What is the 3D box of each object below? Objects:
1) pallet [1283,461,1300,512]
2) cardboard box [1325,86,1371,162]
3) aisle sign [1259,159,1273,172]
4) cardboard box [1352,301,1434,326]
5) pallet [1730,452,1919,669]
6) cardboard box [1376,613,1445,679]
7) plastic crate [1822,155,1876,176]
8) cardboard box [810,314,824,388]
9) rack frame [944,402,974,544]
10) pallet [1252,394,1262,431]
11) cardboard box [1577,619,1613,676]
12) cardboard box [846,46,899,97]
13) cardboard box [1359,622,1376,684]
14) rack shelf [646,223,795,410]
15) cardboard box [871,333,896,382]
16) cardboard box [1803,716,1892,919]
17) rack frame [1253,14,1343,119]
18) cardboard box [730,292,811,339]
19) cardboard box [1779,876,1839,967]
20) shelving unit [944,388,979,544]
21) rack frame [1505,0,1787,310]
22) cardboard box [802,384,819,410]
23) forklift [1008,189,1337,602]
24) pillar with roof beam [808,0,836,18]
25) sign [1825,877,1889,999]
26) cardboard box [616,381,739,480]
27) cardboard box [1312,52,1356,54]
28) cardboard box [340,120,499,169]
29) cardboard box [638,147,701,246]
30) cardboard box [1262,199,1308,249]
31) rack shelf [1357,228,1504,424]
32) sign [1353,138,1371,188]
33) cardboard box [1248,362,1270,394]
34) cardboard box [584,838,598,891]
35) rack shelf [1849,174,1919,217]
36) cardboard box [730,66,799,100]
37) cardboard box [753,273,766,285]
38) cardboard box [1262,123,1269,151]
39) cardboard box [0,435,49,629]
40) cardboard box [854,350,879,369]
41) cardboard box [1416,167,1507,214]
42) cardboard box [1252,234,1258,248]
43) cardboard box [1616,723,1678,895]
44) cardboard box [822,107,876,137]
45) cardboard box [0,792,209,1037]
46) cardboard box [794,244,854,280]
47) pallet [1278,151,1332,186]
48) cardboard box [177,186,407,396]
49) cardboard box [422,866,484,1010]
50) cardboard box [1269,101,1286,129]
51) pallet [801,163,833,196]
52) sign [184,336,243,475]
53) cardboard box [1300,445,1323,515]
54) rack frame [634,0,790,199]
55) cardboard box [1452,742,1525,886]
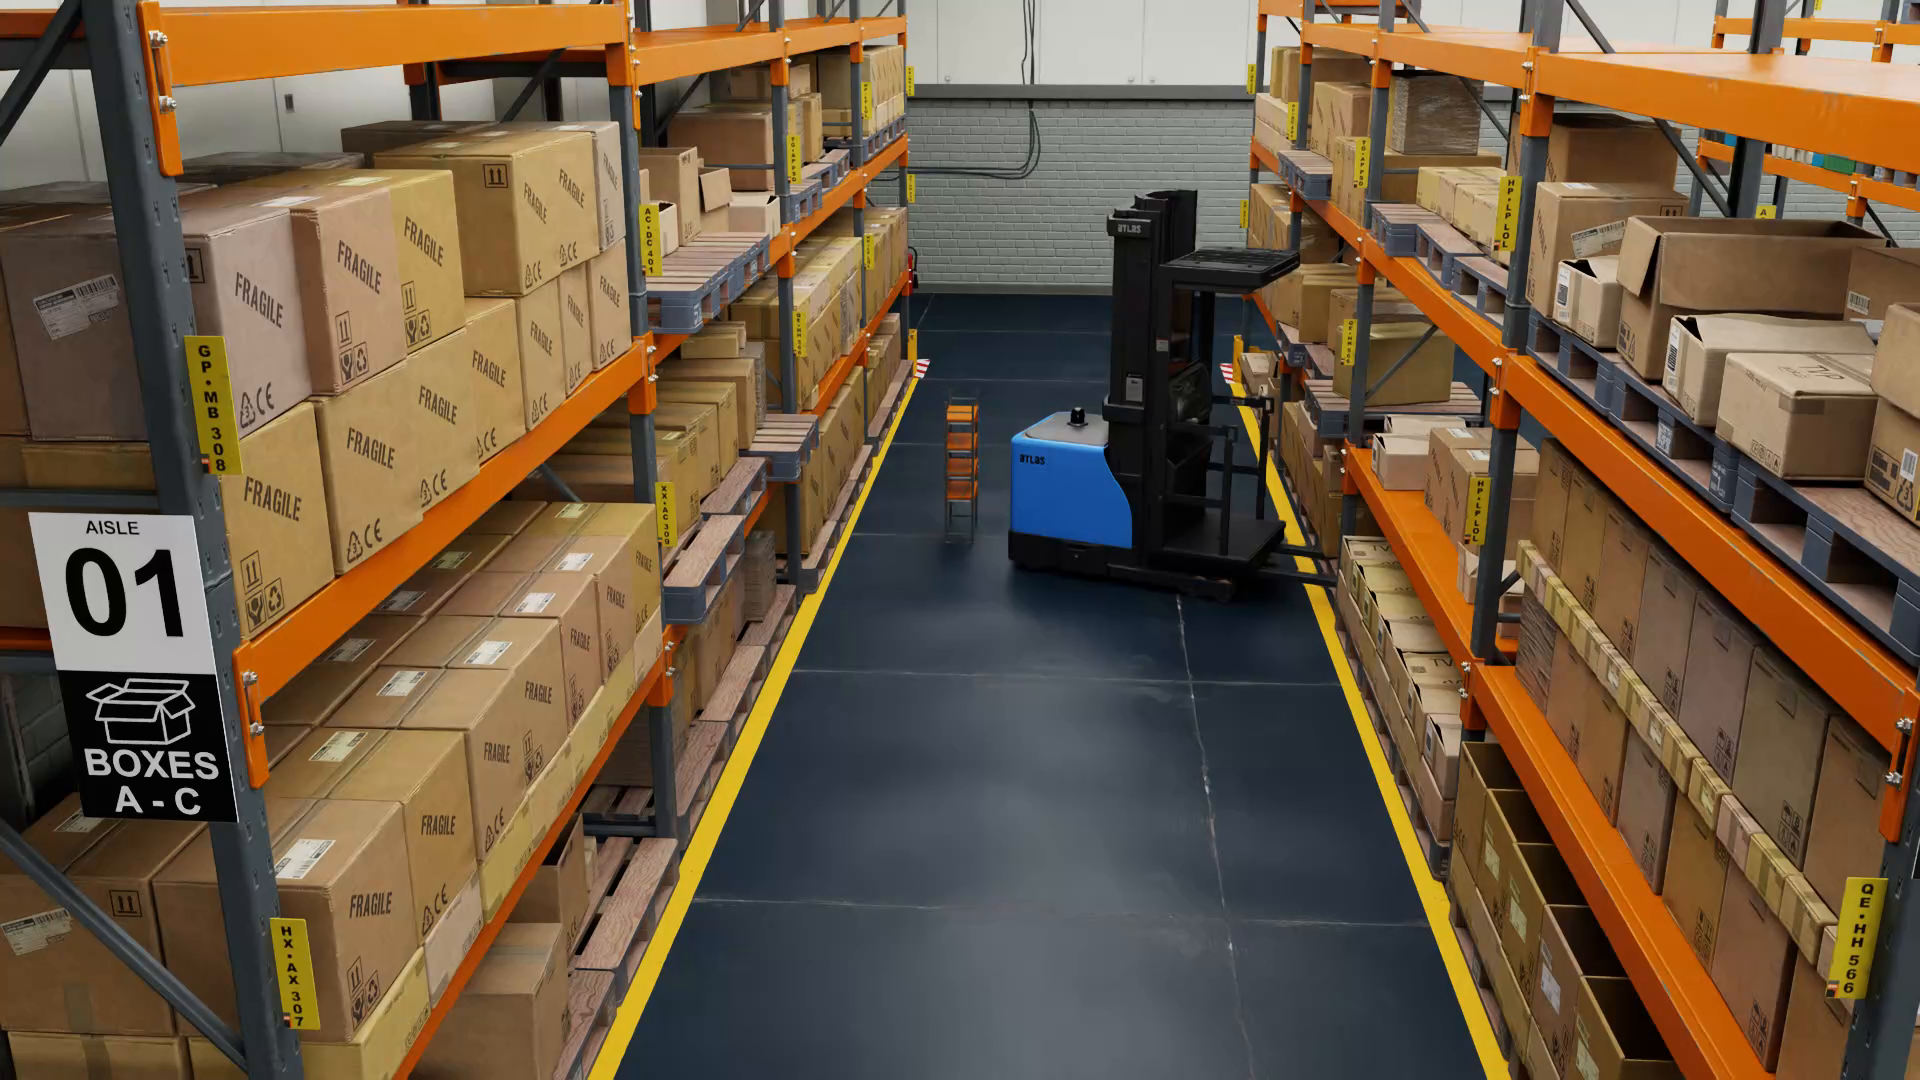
[{"bbox_3d":[3.520,-0.518,15.165,1.003,0.211,1.213,1,18,4],"label":"pallet"},{"bbox_3d":[3.406,-3.454,13.834,0.600,0.600,0.600,1,18,3],"label":"cardboard box"},{"bbox_3d":[3.539,-4.602,18.976,0.394,0.787,0.004,1,18,4],"label":"aisle sign"},{"bbox_3d":[3.443,-1.579,13.091,0.700,0.500,0.500,5,19,14],"label":"cardboard box"},{"bbox_3d":[2.757,0.028,4.346,1.003,0.211,1.213,1,18,4],"label":"pallet"},{"bbox_3d":[2.819,0.624,10.043,0.500,0.311,0.500,1,18,3],"label":"cardboard box"},{"bbox_3d":[8.210,-3.448,15.152,0.450,0.188,0.662,1,18,4],"label":"plastic crate"},{"bbox_3d":[-1.350,-1.470,12.921,0.500,0.500,0.500,2,18,6],"label":"cardboard box"},{"bbox_3d":[-0.006,-0.546,13.662,0.240,1.200,0.015,1,18,4],"label":"rack frame"},{"bbox_3d":[3.676,-1.365,17.749,1.003,0.211,1.213,1,18,4],"label":"pallet"},{"bbox_3d":[2.682,0.429,6.596,0.380,0.149,0.250,1,18,2],"label":"cardboard box"},{"bbox_3d":[-0.941,-5.017,17.803,0.500,0.500,0.500,2,18,6],"label":"cardboard box"},{"bbox_3d":[2.857,0.726,10.630,0.500,0.250,0.500,1,18,2],"label":"cardboard box"},{"bbox_3d":[-1.831,-1.426,9.797,1.077,0.370,4.000,1,18,4],"label":"rack shelf"},{"bbox_3d":[-1.100,-2.085,18.809,0.700,0.500,0.500,1,18,4],"label":"cardboard box"},{"bbox_3d":[2.730,0.805,4.405,0.700,0.500,0.500,1,18,4],"label":"cardboard box"},{"bbox_3d":[3.827,-6.190,18.362,1.000,3.000,0.127,1,18,4],"label":"rack frame"},{"bbox_3d":[-1.396,-1.663,12.306,0.500,0.250,0.500,2,18,5],"label":"cardboard box"},{"bbox_3d":[2.535,1.070,4.637,0.380,0.149,0.250,2,18,5],"label":"cardboard box"},{"bbox_3d":[0.012,-0.622,13.893,0.258,1.200,0.503,1,18,4],"label":"shelving unit"},{"bbox_3d":[2.967,-2.463,6.988,1.000,3.000,0.127,1,18,4],"label":"rack frame"},{"bbox_3d":[-1.303,-1.110,12.864,0.380,0.149,0.250,2,18,6],"label":"cardboard box"},{"bbox_3d":[1.940,-1.114,12.616,3.031,2.935,1.130,8,20,24],"label":"forklift"},{"bbox_3d":[2.511,-7.061,21.021,9.100,9.000,0.400,1,18,4],"label":"pillar with roof beam"},{"bbox_3d":[2.140,0.951,3.964,0.100,0.325,0.005,1,18,4],"label":"sign"},{"bbox_3d":[-1.778,-0.687,10.335,0.700,0.500,0.500,1,18,4],"label":"cardboard box"},{"bbox_3d":[3.744,-4.504,16.268,0.700,0.500,0.500,1,18,4],"label":"cardboard box"},{"bbox_3d":[-2.294,-1.533,7.169,0.500,0.500,0.500,2,18,5],"label":"cardboard box"},{"bbox_3d":[-1.767,-1.945,9.390,0.500,0.500,0.500,1,18,2],"label":"cardboard box"},{"bbox_3d":[3.426,-3.254,17.271,0.500,0.500,0.500,1,18,3],"label":"cardboard box"},{"bbox_3d":[3.110,-1.317,9.463,1.077,0.370,4.000,1,18,4],"label":"rack shelf"},{"bbox_3d":[2.713,-2.538,11.205,0.100,0.325,0.005,1,18,4],"label":"sign"},{"bbox_3d":[3.434,-1.768,18.212,0.500,0.250,0.500,1,18,4],"label":"cardboard box"},{"bbox_3d":[-1.983,1.583,8.119,0.380,0.166,0.250,-1,18,-3],"label":"cardboard box"},{"bbox_3d":[8.338,-2.447,12.913,1.077,0.370,4.000,1,18,4],"label":"rack shelf"},{"bbox_3d":[-1.619,-3.802,13.821,0.500,0.250,0.500,1,18,2],"label":"cardboard box"},{"bbox_3d":[-1.833,-1.985,13.290,0.500,0.250,0.500,1,18,3],"label":"cardboard box"},{"bbox_3d":[3.454,-4.229,17.436,0.500,0.250,0.500,1,18,4],"label":"cardboard box"},{"bbox_3d":[-2.484,-0.097,4.392,0.500,0.500,0.500,3,18,8],"label":"cardboard box"},{"bbox_3d":[-1.038,-1.858,17.075,0.380,0.149,0.250,2,18,6],"label":"cardboard box"},{"bbox_3d":[3.277,-2.266,10.770,0.500,0.250,0.500,0,18,0],"label":"cardboard box"},{"bbox_3d":[3.501,-3.094,18.389,0.500,0.500,0.500,1,18,3],"label":"cardboard box"},{"bbox_3d":[2.835,0.957,6.024,0.700,0.500,0.500,2,18,6],"label":"cardboard box"},{"bbox_3d":[-1.088,-4.016,15.951,0.500,0.250,0.500,1,18,4],"label":"cardboard box"},{"bbox_3d":[-2.439,1.075,4.829,0.500,0.500,0.500,1,18,3],"label":"cardboard box"},{"bbox_3d":[-1.225,-2.452,14.713,0.500,0.250,0.500,2,18,5],"label":"cardboard box"},{"bbox_3d":[3.424,-3.232,14.454,1.213,0.211,1.003,1,18,4],"label":"pallet"},{"bbox_3d":[-1.905,-0.706,4.644,0.500,0.500,0.500,1,18,3],"label":"cardboard box"},{"bbox_3d":[-1.886,1.276,5.419,0.500,0.250,0.500,1,18,2],"label":"cardboard box"},{"bbox_3d":[3.419,-4.311,16.884,0.500,0.250,0.500,1,18,4],"label":"cardboard box"},{"bbox_3d":[-1.617,-2.848,13.284,1.003,0.211,1.213,2,18,6],"label":"pallet"},{"bbox_3d":[-1.720,-0.308,3.825,0.100,0.325,0.005,1,18,4],"label":"sign"},{"bbox_3d":[3.156,-0.495,13.925,0.500,0.500,0.500,1,18,2],"label":"cardboard box"},{"bbox_3d":[-1.687,-3.815,11.113,1.000,3.000,0.127,1,18,4],"label":"rack frame"},{"bbox_3d":[2.622,1.276,7.750,0.500,0.500,0.500,1,18,4],"label":"cardboard box"}]
